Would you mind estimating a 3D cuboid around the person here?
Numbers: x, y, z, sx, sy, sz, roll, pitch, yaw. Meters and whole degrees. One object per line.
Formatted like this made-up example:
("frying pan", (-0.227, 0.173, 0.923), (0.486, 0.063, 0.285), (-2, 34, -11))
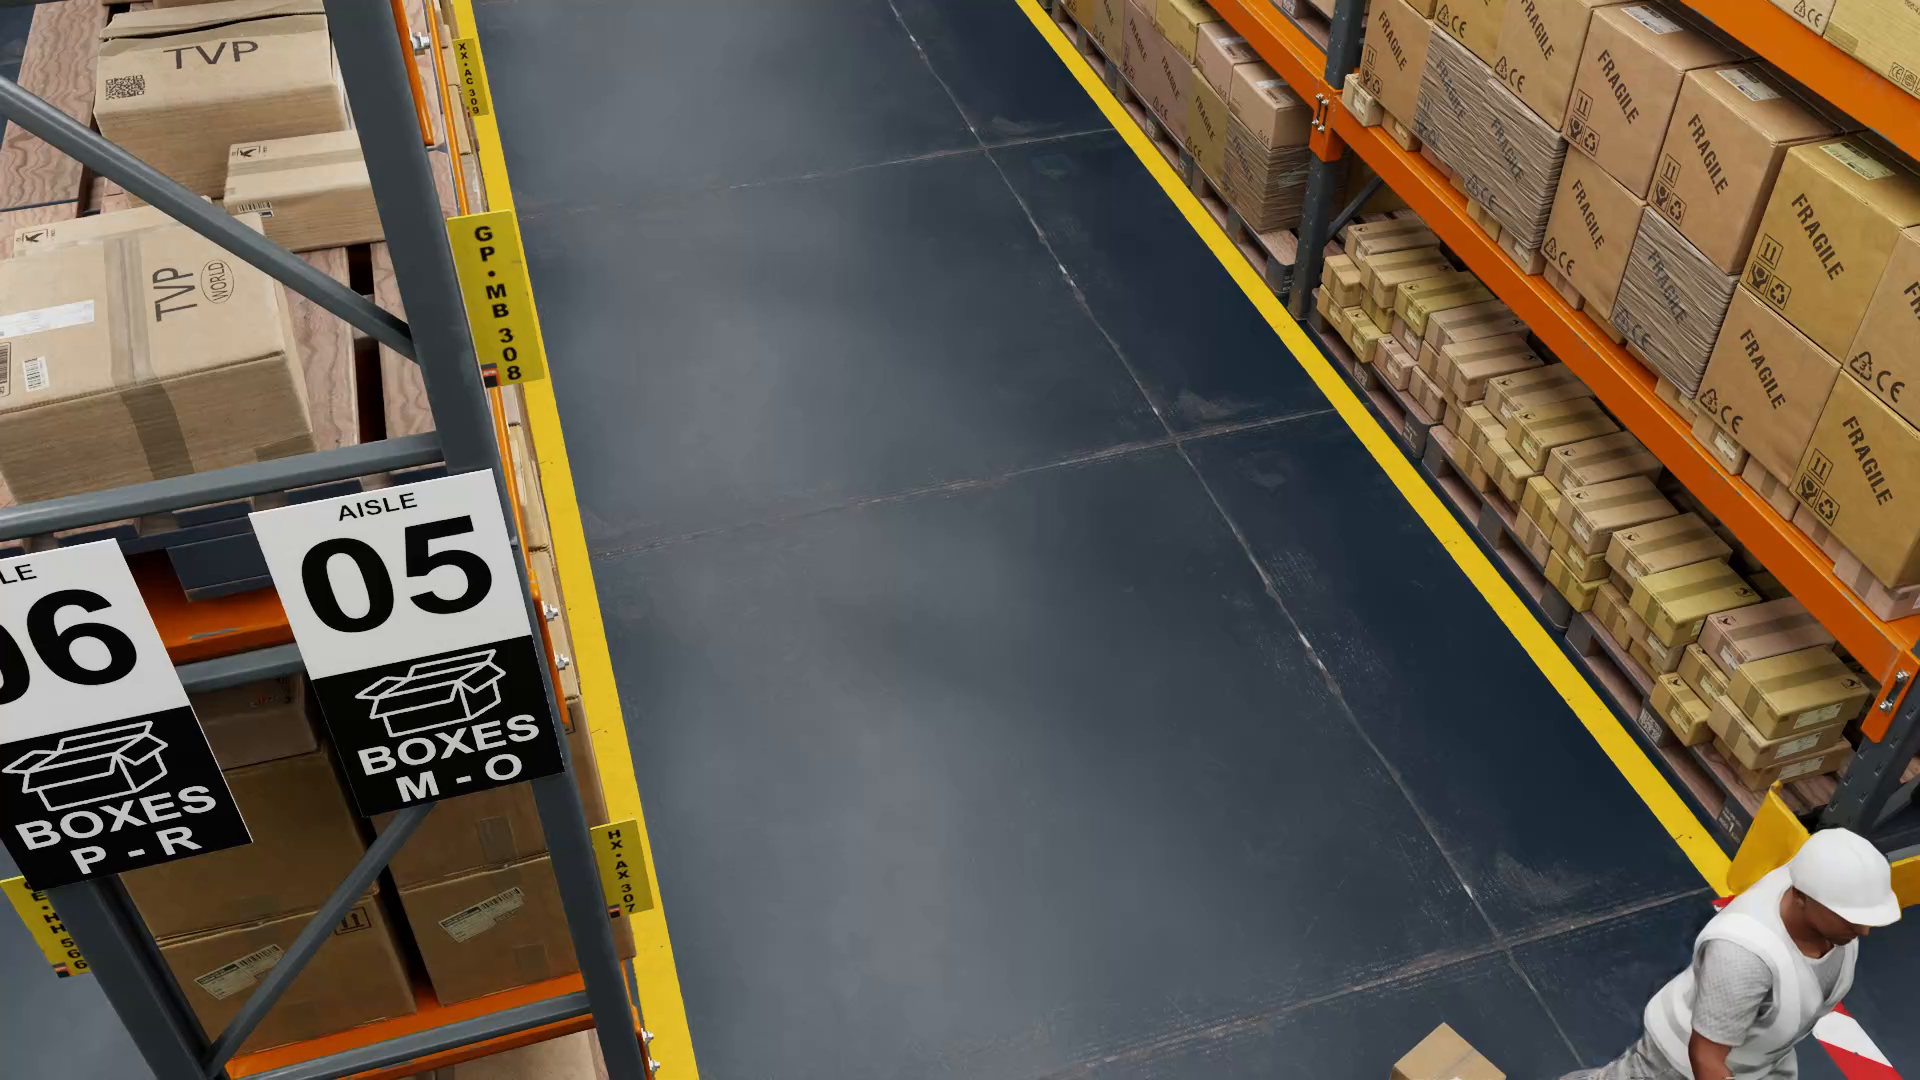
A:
("person", (2.188, 1.415, 4.589), (0.763, 1.782, 0.887), (-24, 47, -25))
